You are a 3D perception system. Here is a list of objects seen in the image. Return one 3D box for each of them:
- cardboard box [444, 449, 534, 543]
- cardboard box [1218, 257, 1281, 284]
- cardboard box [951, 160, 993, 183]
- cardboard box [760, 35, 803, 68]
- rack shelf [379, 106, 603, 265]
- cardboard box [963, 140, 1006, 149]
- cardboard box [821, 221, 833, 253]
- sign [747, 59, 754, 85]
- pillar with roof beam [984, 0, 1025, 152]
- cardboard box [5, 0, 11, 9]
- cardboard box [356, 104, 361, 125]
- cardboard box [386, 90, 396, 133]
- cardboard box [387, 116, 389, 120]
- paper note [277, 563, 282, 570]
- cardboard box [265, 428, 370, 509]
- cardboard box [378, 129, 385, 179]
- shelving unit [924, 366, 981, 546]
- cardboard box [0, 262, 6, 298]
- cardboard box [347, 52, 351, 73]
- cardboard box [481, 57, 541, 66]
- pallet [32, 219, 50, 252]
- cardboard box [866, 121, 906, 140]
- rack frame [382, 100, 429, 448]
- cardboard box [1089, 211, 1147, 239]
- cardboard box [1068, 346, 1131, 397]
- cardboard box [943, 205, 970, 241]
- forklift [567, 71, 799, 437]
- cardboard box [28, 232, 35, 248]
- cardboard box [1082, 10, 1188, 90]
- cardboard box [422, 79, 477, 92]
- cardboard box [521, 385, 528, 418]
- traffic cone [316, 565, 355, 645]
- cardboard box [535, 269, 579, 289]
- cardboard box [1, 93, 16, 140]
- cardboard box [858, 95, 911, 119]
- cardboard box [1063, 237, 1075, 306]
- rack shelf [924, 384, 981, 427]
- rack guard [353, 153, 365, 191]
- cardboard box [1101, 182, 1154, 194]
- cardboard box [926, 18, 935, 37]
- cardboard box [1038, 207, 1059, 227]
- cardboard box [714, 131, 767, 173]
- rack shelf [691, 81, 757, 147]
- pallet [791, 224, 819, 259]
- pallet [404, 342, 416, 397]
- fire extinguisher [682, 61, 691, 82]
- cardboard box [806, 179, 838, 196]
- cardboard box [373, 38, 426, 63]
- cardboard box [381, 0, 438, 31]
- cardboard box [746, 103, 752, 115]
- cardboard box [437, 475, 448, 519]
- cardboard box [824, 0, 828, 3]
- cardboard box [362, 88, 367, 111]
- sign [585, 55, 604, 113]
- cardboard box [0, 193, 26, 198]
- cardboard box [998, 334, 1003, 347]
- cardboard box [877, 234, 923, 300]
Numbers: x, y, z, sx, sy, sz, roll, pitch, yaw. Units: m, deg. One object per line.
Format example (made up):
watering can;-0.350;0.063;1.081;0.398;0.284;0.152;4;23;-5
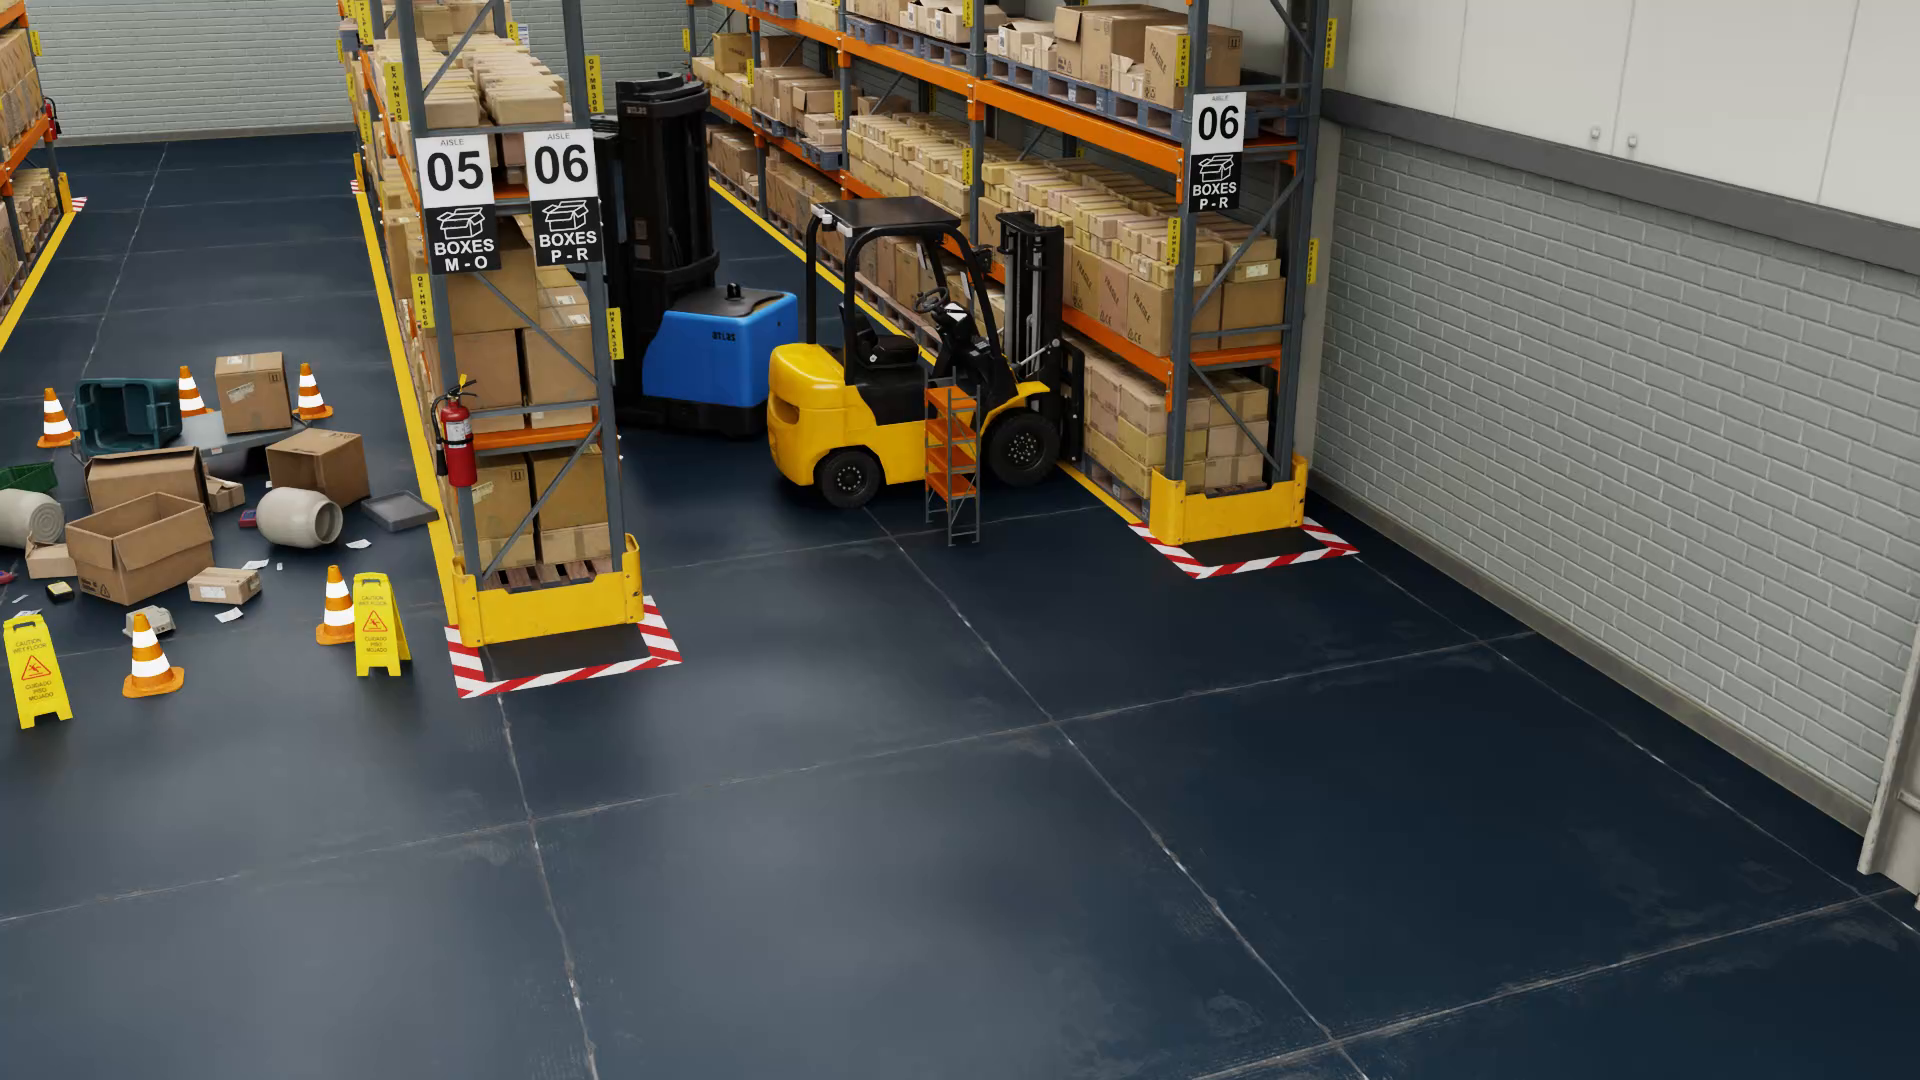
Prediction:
cardboard box;-3.180;-0.331;11.207;0.500;0.500;0.500;-8;24;-19
cardboard box;2.112;-1.990;12.144;0.380;0.149;0.250;-9;24;-20
cardboard box;0.140;-3.469;15.655;0.380;0.149;0.250;-9;24;-20
cardboard box;-2.527;-6.837;23.454;0.500;0.500;0.500;-9;24;-20
rack shelf;-3.359;-2.581;11.575;1.077;0.370;4.000;-8;24;-19
cardboard box;0.252;-3.912;16.705;0.380;0.149;0.250;-9;24;-19
cardboard box;-1.354;-3.742;19.943;0.500;0.500;0.500;-9;24;-20
sign;-2.755;-6.168;21.907;0.100;0.325;0.005;-8;24;-19
pillar with roof beam;-3.560;-6.216;15.413;9.100;9.000;0.400;-8;24;-19
cardboard box;-12.142;-6.719;20.660;0.500;0.250;0.500;-7;24;-17
cardboard box;-7.000;-5.126;20.100;0.500;0.250;0.500;-9;24;-21
cardboard box;-3.631;-2.956;11.350;0.500;0.250;0.500;-8;24;-18
cardboard box;-4.147;-3.273;12.615;0.380;0.149;0.250;-8;24;-19
paper note;-4.825;0.187;11.793;0.032;0.001;0.123;-8;24;-19
cardboard box;-4.960;-0.530;12.861;0.500;0.500;0.500;8;24;18
cardboard box;-5.346;-3.703;16.122;0.500;0.500;0.500;-7;24;-16
shelving unit;-0.059;-0.613;12.160;0.258;1.200;0.503;-8;24;-19
cardboard box;-10.632;-2.882;17.902;0.500;0.500;0.500;-9;24;-20
cardboard box;-7.677;-6.173;21.618;0.500;0.500;0.500;-8;24;-18
cardboard box;-3.113;-3.255;11.546;0.380;0.149;0.250;-8;24;-18
pallet;-12.192;-3.846;21.103;1.003;0.211;1.213;-8;24;-19
cardboard box;-0.789;-4.395;17.851;0.380;0.149;0.250;-8;24;-18
rack frame;-4.066;-2.257;13.742;1.000;3.000;0.127;-8;24;-19
cardboard box;1.218;-2.426;12.797;0.380;0.149;0.250;-8;24;-18
cardboard box;1.162;-1.364;13.337;0.500;0.250;0.500;-8;24;-18
cardboard box;0.154;-3.017;15.740;0.500;0.250;0.500;-8;24;-18
forklift;-2.990;-2.575;14.586;3.031;2.935;1.130;9;24;19
cardboard box;-11.409;-3.601;20.060;0.380;0.149;0.250;-8;24;-17
cardboard box;1.337;-3.667;12.428;0.700;0.500;0.500;-8;24;-19
cardboard box;-3.252;-2.808;10.485;0.380;0.149;0.250;-8;24;-19
cardboard box;-2.682;-0.929;10.916;0.380;0.149;0.250;-8;24;-18
traffic cone;-4.012;0.386;10.737;0.336;0.463;0.334;-8;24;-19
cardboard box;-2.928;-1.569;11.600;0.500;0.500;0.500;-9;24;-20
cardboard box;-11.608;-5.024;19.796;0.500;0.500;0.500;-8;24;-19
cardboard box;-0.872;-4.841;19.203;0.500;0.500;0.500;-7;24;-17
cardboard box;1.026;-2.232;13.554;0.500;0.500;0.500;-8;24;-19
rack shelf;-0.059;-0.975;12.007;0.258;0.148;0.480;-8;24;-19
rack guard;-8.314;-5.474;24.593;1.175;0.500;0.348;-8;24;-19
cardboard box;1.394;-2.877;13.867;0.380;0.149;0.250;-9;24;-20
cardboard box;-0.096;-4.803;15.576;0.380;0.149;0.250;-8;24;-19
cardboard box;0.868;-2.663;13.743;0.380;0.149;0.250;-9;25;-21
cardboard box;-3.270;-5.790;24.803;0.700;0.500;0.500;-7;24;-17
rack shelf;-2.956;-6.241;24.122;1.077;0.370;4.000;-8;24;-19
pallet;-1.492;-3.827;21.057;1.003;0.211;1.213;-8;24;-19
pallet;-4.777;-1.698;16.008;1.003;0.211;1.213;-8;24;-19
fire extinguisher;-4.147;-7.082;25.770;0.296;0.674;0.183;-8;24;-19
cardboard box;-1.690;-4.363;20.583;0.380;0.149;0.250;-10;25;-22
cardboard box;-4.260;-3.731;12.676;0.380;0.149;0.250;-9;24;-20
cardboard box;-4.771;-4.555;14.341;0.500;0.250;0.500;-8;24;-18
cardboard box;-2.711;-5.903;22.717;0.380;0.149;0.250;-8;24;-18
cardboard box;-3.556;-0.365;12.254;0.500;0.250;0.500;-9;25;-21
cardboard box;-1.329;-6.181;18.871;0.380;0.149;0.250;-8;24;-18
cardboard box;-6.095;-4.554;17.777;0.500;0.500;0.500;-8;24;-18
sign;-2.145;-2.663;9.718;0.100;0.325;0.005;-8;24;-19
cardboard box;-11.893;-4.232;20.792;0.380;0.149;0.250;-9;25;-21
cardboard box;0.638;-1.695;14.766;0.500;0.250;0.500;-8;24;-19
cardboard box;-0.391;-3.027;18.086;0.875;0.625;0.625;-8;24;-17
